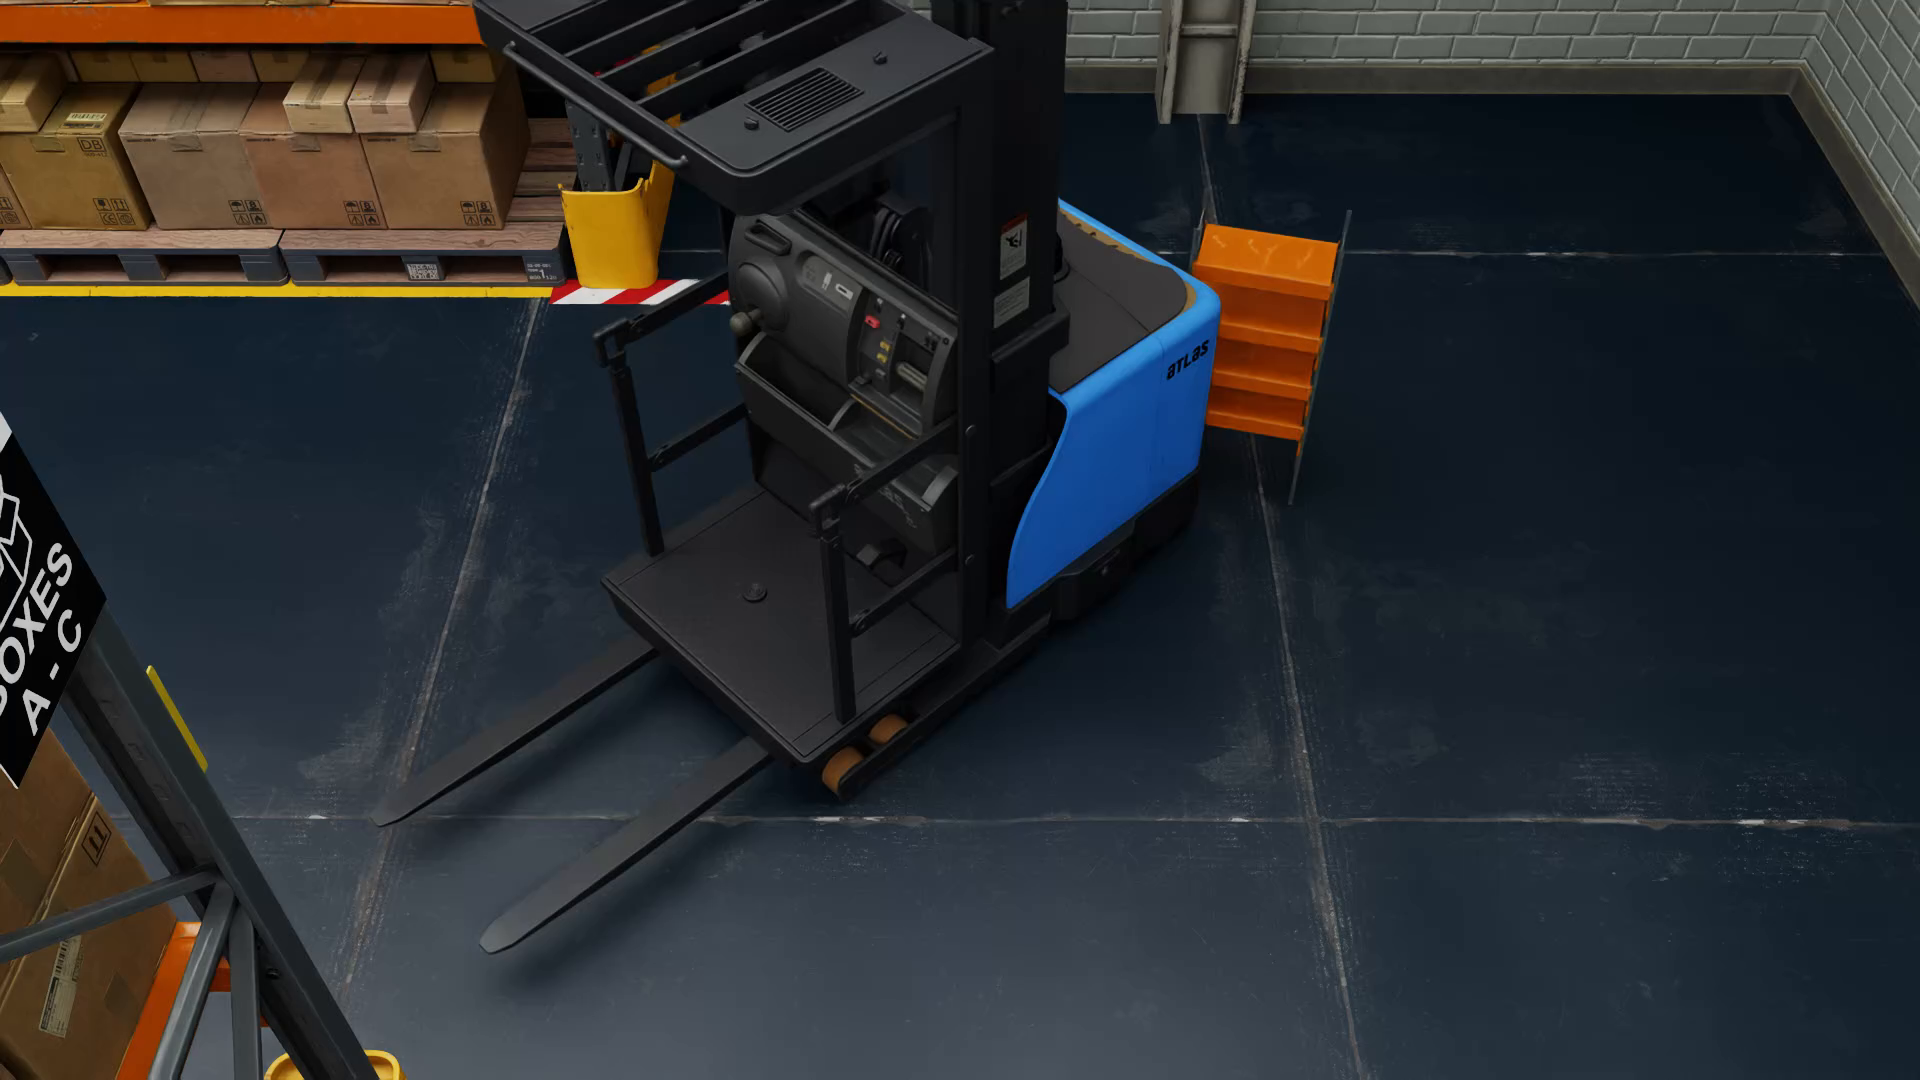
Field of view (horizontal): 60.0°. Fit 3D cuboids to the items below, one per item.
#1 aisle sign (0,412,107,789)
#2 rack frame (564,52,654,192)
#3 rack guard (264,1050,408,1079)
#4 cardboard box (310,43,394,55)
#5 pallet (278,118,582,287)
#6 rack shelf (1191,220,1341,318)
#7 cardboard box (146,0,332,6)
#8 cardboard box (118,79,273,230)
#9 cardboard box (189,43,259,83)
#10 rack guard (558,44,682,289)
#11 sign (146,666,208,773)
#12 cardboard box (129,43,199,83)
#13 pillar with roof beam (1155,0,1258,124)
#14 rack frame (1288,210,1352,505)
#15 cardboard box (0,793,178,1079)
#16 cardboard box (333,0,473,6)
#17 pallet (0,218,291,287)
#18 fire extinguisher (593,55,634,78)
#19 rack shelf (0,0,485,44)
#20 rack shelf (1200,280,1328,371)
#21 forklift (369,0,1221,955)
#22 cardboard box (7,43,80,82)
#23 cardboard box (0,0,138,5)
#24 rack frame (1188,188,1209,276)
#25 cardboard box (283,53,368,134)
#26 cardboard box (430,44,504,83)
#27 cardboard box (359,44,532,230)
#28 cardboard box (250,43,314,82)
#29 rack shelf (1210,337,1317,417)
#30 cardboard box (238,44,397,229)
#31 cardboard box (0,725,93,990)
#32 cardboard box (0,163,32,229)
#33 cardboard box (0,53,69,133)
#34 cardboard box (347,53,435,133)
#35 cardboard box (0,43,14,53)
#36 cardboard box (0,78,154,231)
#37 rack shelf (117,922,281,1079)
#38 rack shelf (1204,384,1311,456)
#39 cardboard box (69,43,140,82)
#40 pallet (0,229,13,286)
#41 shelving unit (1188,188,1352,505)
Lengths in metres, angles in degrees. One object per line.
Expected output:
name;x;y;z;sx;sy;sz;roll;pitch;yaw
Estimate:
aisle sign;-1.474;-0.024;2.447;0.004;0.787;0.394;0;47;0
rack frame;-1.529;-2.549;6.573;0.127;3.000;1.000;0;47;0
rack guard;-1.619;1.928;4.114;0.348;0.500;1.175;0;47;0
cardboard box;-2.610;-2.137;7.168;0.250;0.149;0.380;0;47;0
pallet;-2.329;-1.544;7.543;1.213;0.211;1.003;0;47;0
rack shelf;1.059;-0.941;5.770;0.480;0.148;0.258;11;48;10
cardboard box;-2.766;-2.639;6.452;0.700;0.700;0.980;0;47;0
cardboard box;-3.232;-1.771;7.270;0.500;0.500;0.700;-1;47;-1
cardboard box;-3.115;-2.138;7.169;0.250;0.149;0.380;1;47;1
rack guard;-1.505;-1.697;7.488;0.348;0.500;1.175;0;47;0
sign;-1.542;0.385;3.251;0.005;0.325;0.100;0;47;0
cardboard box;-3.371;-2.138;7.169;0.250;0.149;0.380;1;47;1
pillar with roof beam;1.159;-2.068;2.027;0.400;9.000;9.100;0;47;0
rack frame;1.295;-0.628;6.015;0.015;1.200;0.240;11;48;10
cardboard box;-1.986;0.849;3.343;0.500;0.500;0.500;1;47;1
cardboard box;-2.039;-2.645;6.458;0.700;0.700;0.980;2;47;2
pallet;-3.545;-1.549;7.548;1.213;0.211;1.003;0;47;0
fire extinguisher;-1.380;-2.057;6.423;0.183;0.674;0.296;0;47;0
rack shelf;-3.529;-2.309;6.842;4.000;0.370;1.077;0;47;0
rack shelf;1.059;-0.780;5.943;0.480;0.148;0.258;11;48;10
forklift;-0.514;-0.590;4.797;3.031;2.935;1.130;-35;56;-28
cardboard box;-3.882;-2.140;7.170;0.250;0.149;0.380;1;47;1
cardboard box;-3.529;-2.648;6.461;0.700;0.700;0.980;-2;47;-2
rack frame;0.823;-0.719;6.099;0.015;1.200;0.240;11;48;10
cardboard box;-2.614;-1.857;6.907;0.250;0.149;0.380;1;47;1
cardboard box;-2.103;-2.136;7.167;0.250;0.149;0.380;0;47;0
cardboard box;-2.229;-1.769;7.268;0.500;0.500;0.700;0;47;0
cardboard box;-2.860;-2.138;7.169;0.250;0.149;0.380;1;47;0
rack shelf;1.059;-0.628;6.107;0.480;0.148;0.258;11;48;10
cardboard box;-2.729;-1.771;7.270;0.500;0.500;0.700;0;47;0
cardboard box;-1.986;0.508;2.977;0.500;0.500;0.500;1;47;1
cardboard box;-4.279;-1.771;7.270;0.500;0.500;0.700;0;47;0
cardboard box;-3.917;-1.860;6.909;0.250;0.149;0.380;-1;47;-1
cardboard box;-2.358;-1.857;6.907;0.250;0.149;0.380;0;47;0
cardboard box;-4.135;-2.141;7.171;0.250;0.149;0.380;-1;47;-1
cardboard box;-3.766;-1.767;7.267;0.500;0.500;0.700;1;47;1
rack shelf;-3.543;1.317;3.467;4.000;0.370;1.077;0;47;0
rack shelf;1.059;-0.493;6.252;0.480;0.148;0.258;11;48;10
cardboard box;-3.624;-2.139;7.170;0.250;0.149;0.380;-1;47;-1
pallet;-4.769;-1.551;7.549;1.213;0.211;1.003;0;47;0
shelving unit;1.059;-0.674;6.057;0.503;1.200;0.258;11;48;10
